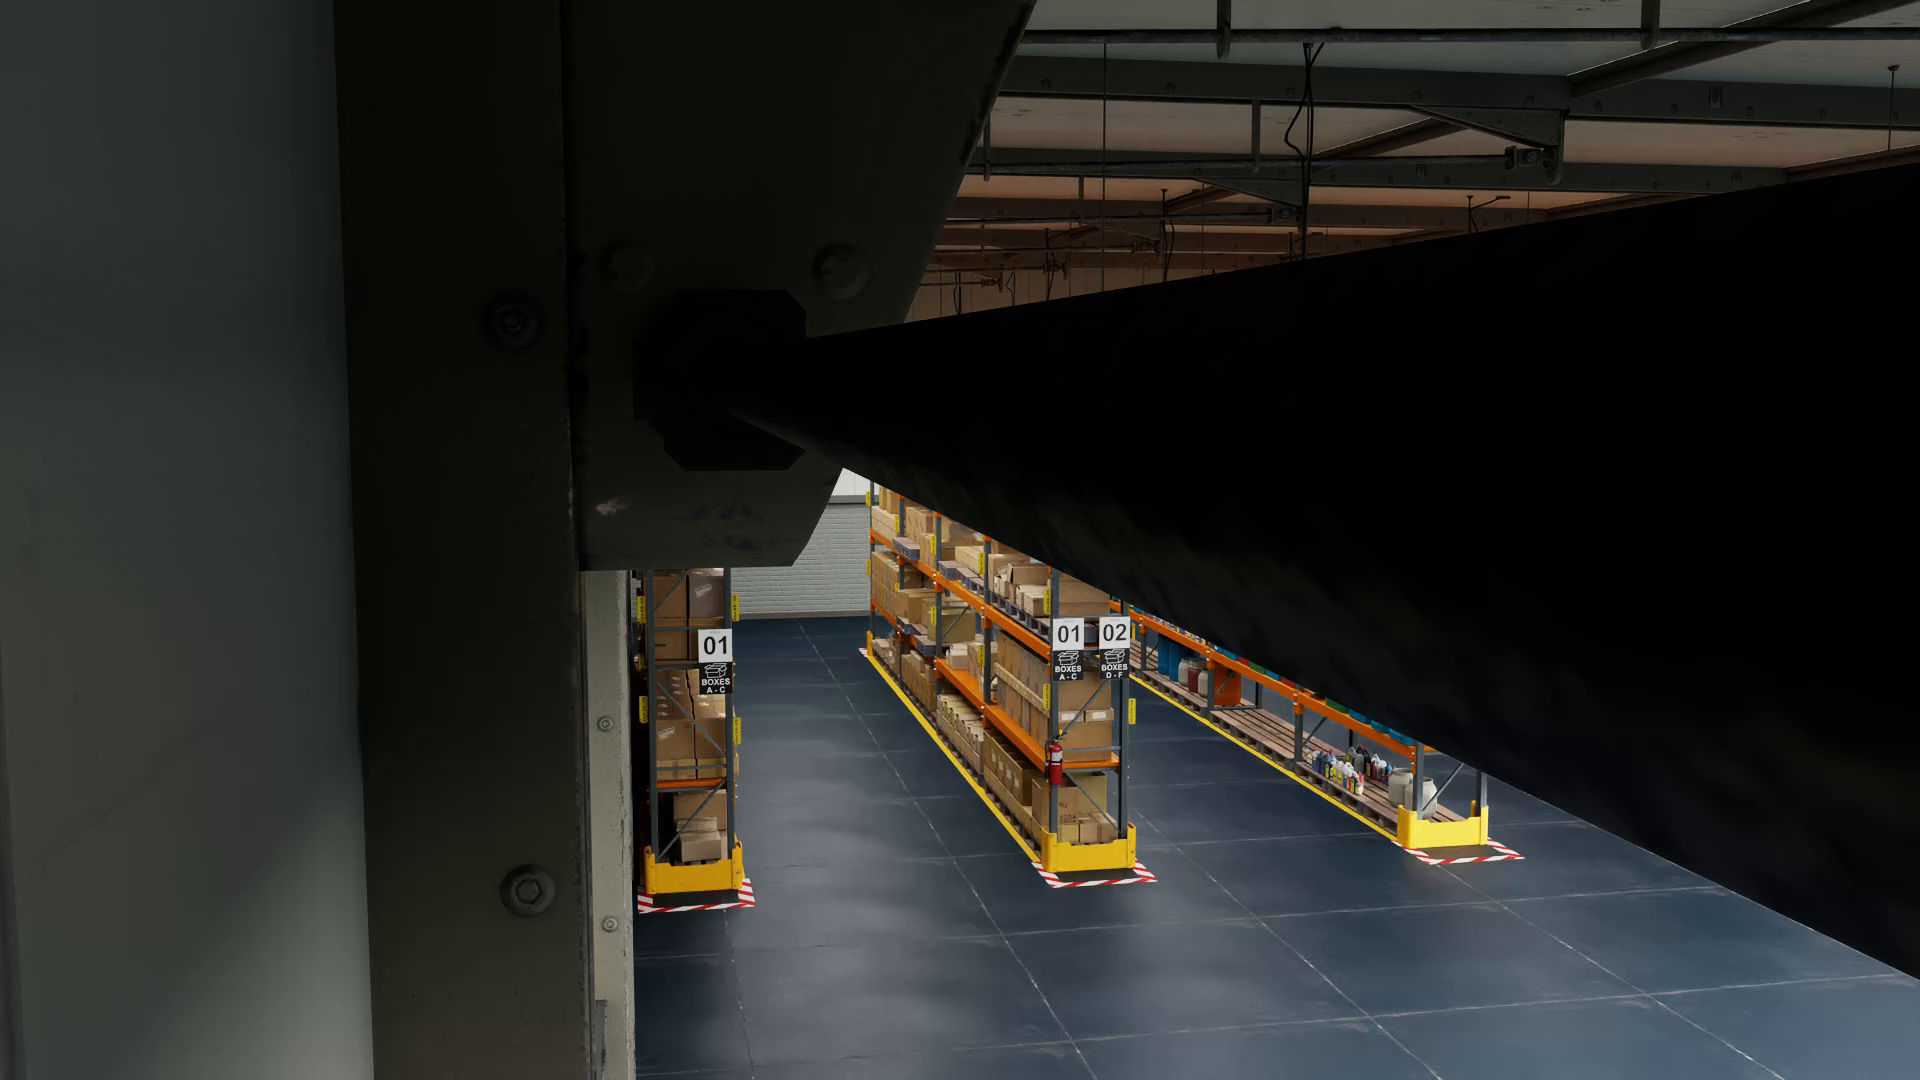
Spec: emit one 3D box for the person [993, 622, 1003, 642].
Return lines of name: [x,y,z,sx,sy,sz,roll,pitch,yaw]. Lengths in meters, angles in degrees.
person: [0.702,1.878,35.419,0.524,1.557,0.578,-2,6,-21]
